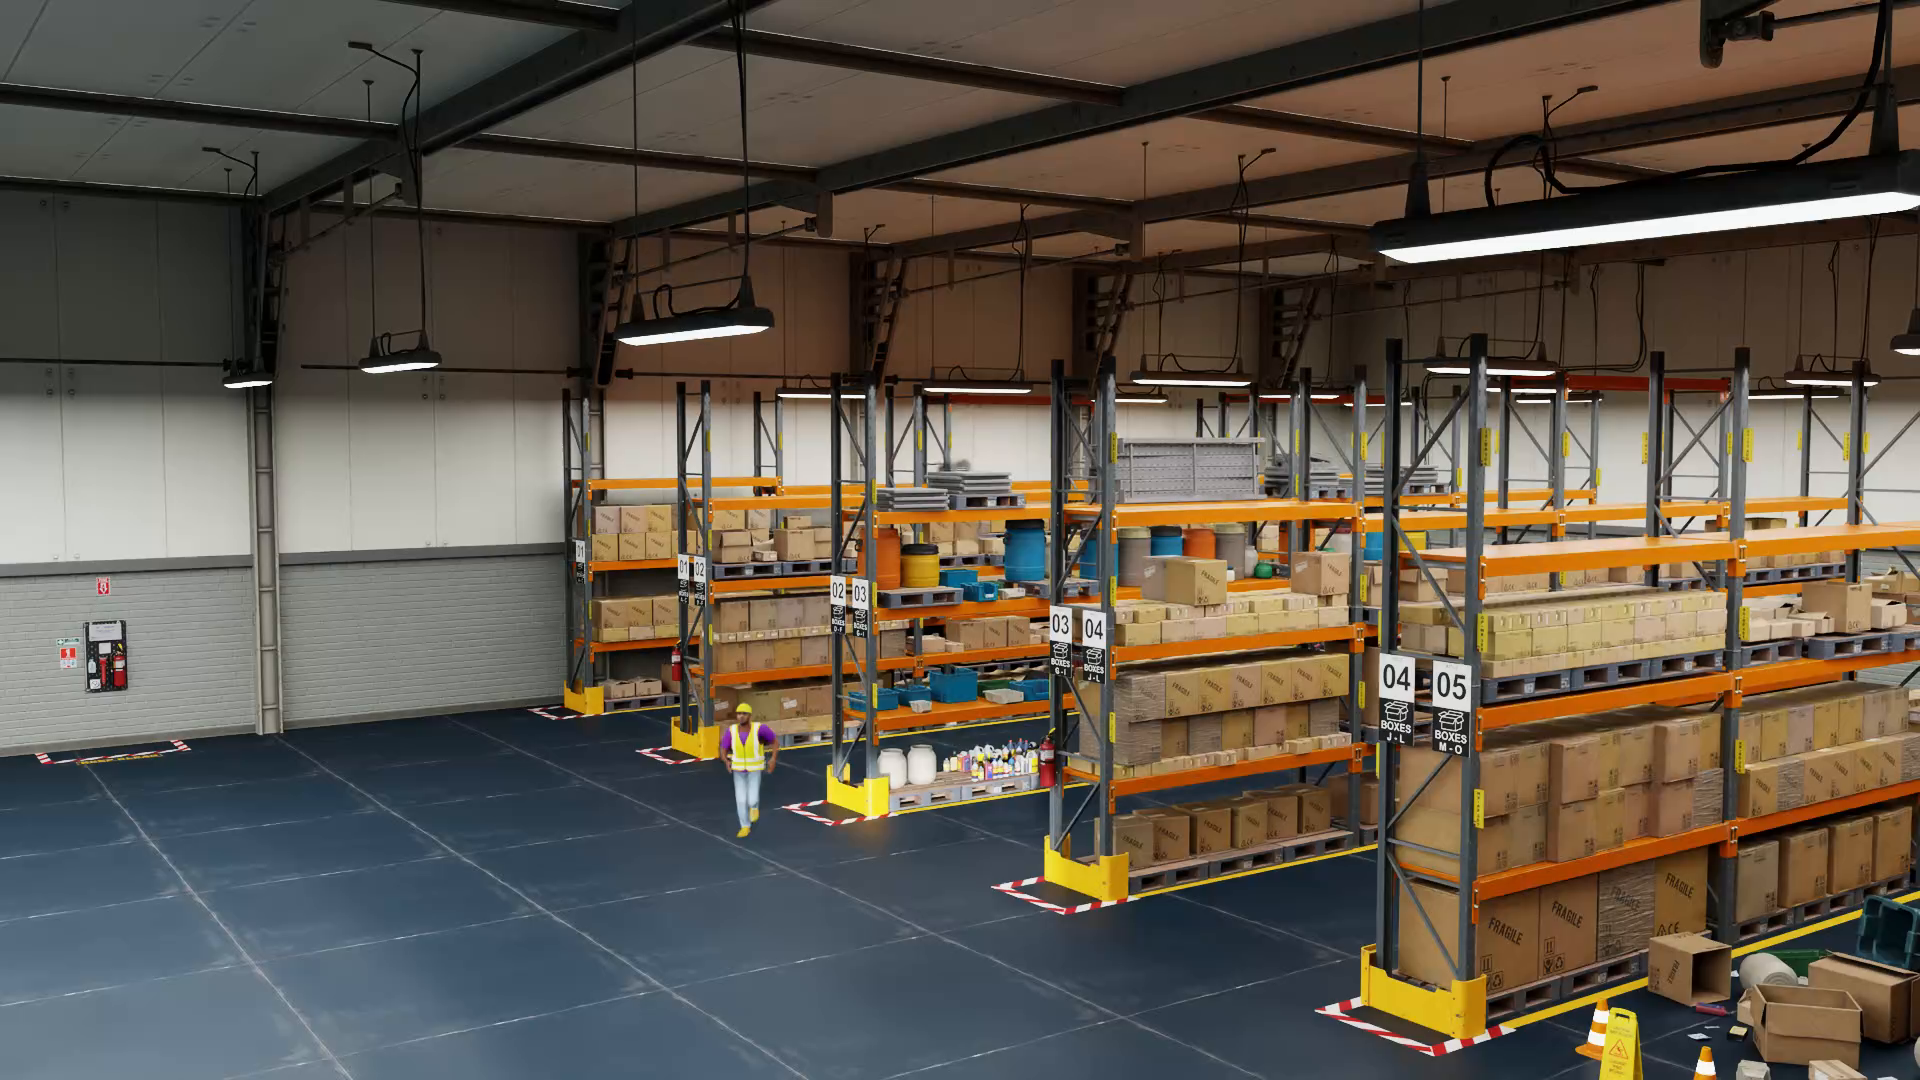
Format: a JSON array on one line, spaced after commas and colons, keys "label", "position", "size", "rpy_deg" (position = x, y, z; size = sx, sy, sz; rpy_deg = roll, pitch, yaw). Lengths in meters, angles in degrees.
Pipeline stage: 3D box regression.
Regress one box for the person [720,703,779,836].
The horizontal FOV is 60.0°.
[{"label": "person", "position": [-2.714, 2.943, 21.295], "size": [0.740, 1.722, 0.647], "rpy_deg": [0, 4, 3]}]
